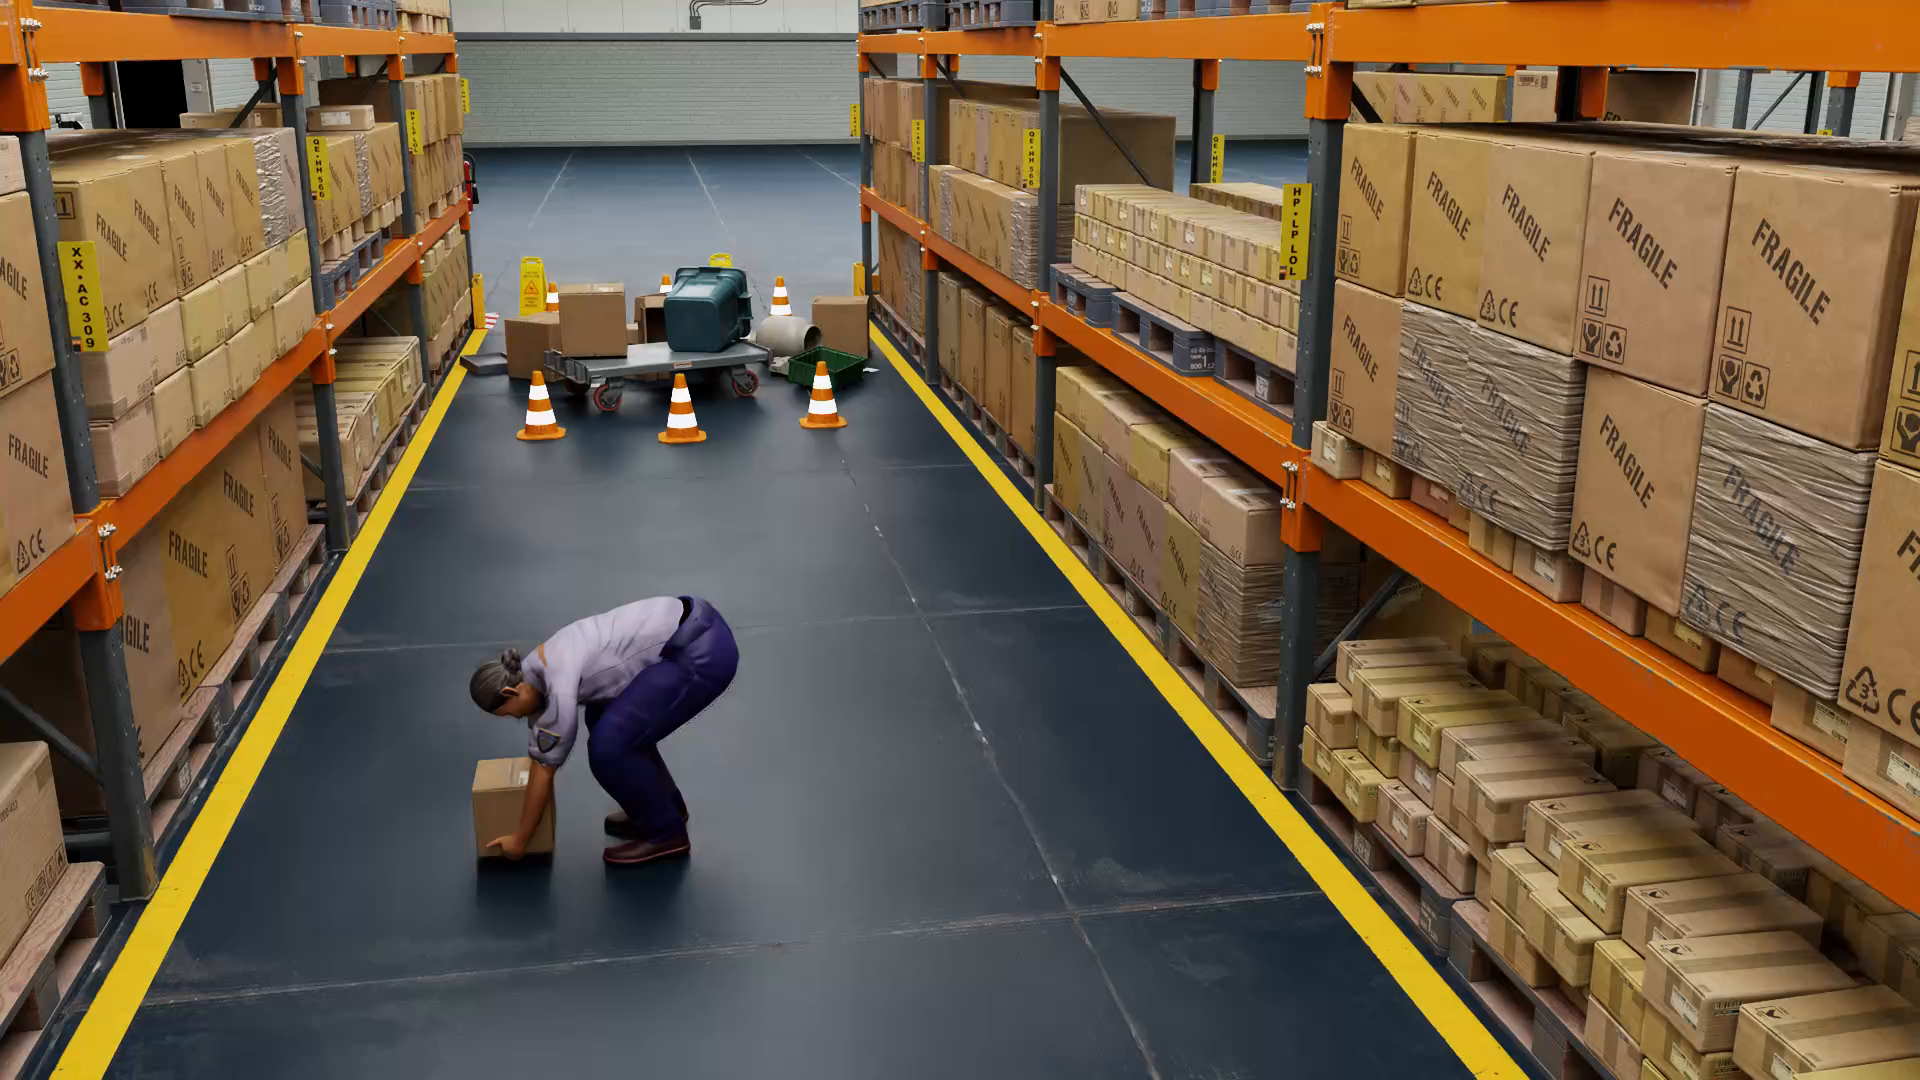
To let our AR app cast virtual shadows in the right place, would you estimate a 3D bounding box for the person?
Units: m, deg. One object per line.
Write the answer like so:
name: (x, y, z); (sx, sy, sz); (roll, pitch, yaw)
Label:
person: (-1.206, 0.651, 5.718); (0.895, 0.880, 0.496); (-4, 17, -13)
